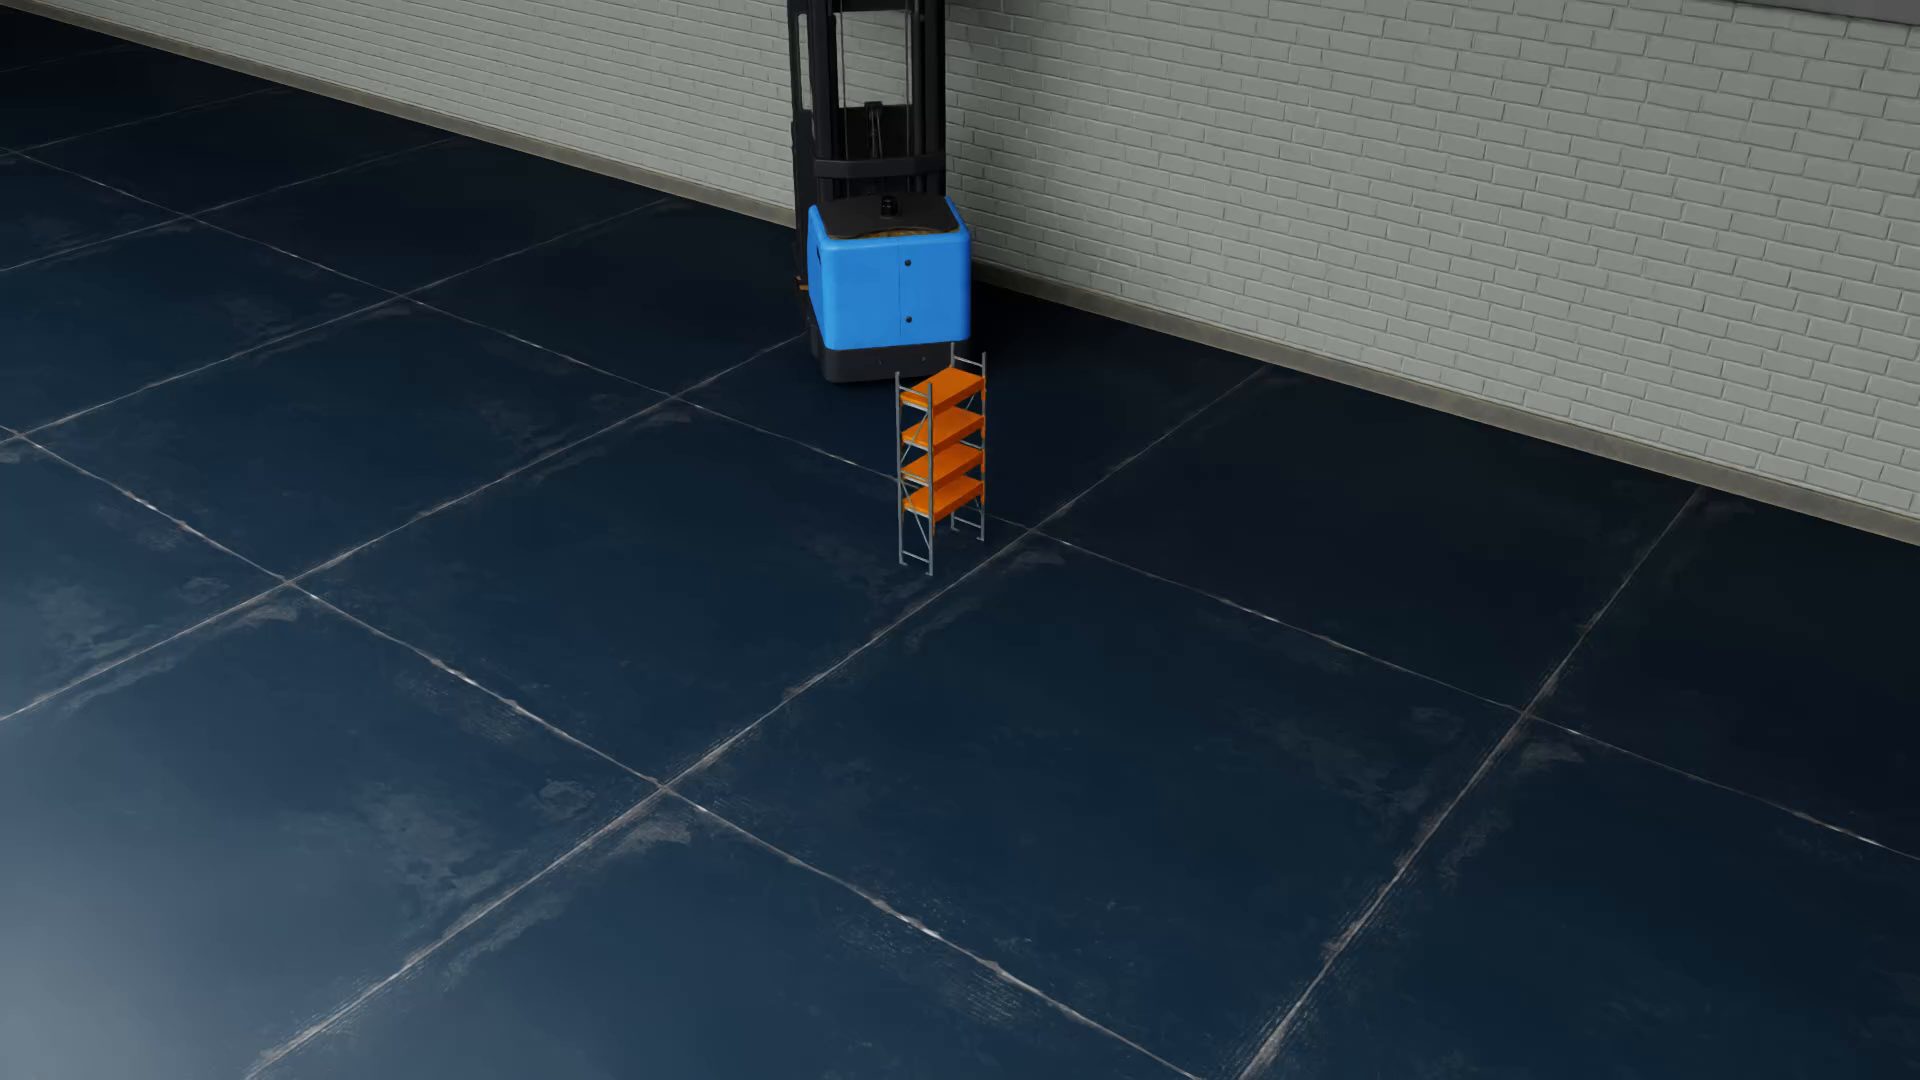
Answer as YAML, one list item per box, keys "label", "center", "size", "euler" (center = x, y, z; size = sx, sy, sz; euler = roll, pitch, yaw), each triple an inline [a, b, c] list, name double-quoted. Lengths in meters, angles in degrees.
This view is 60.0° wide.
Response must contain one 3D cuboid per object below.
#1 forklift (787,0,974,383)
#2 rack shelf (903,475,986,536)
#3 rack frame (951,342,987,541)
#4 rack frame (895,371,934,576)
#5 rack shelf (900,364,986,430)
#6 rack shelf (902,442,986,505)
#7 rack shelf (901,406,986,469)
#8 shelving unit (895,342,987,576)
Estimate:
- label: "forklift"
  center: [-0.692, -3.078, 12.069]
  size: [1.130, 2.935, 3.031]
  euler: [-6, 31, -9]
- label: "rack shelf"
  center: [-0.100, -0.220, 9.466]
  size: [0.258, 0.148, 0.480]
  euler: [21, 37, 31]
- label: "rack frame"
  center: [0.047, -0.548, 9.498]
  size: [0.240, 1.200, 0.015]
  euler: [21, 37, 31]
- label: "rack frame"
  center: [-0.247, -0.350, 9.163]
  size: [0.240, 1.200, 0.015]
  euler: [21, 37, 31]
- label: "rack shelf"
  center: [-0.100, -0.787, 9.130]
  size: [0.258, 0.148, 0.480]
  euler: [21, 37, 31]
- label: "rack shelf"
  center: [-0.100, -0.391, 9.365]
  size: [0.258, 0.148, 0.480]
  euler: [21, 37, 31]
- label: "rack shelf"
  center: [-0.100, -0.583, 9.251]
  size: [0.258, 0.148, 0.480]
  euler: [21, 37, 31]
- label: "shelving unit"
  center: [-0.100, -0.449, 9.331]
  size: [0.258, 1.200, 0.503]
  euler: [21, 37, 31]
